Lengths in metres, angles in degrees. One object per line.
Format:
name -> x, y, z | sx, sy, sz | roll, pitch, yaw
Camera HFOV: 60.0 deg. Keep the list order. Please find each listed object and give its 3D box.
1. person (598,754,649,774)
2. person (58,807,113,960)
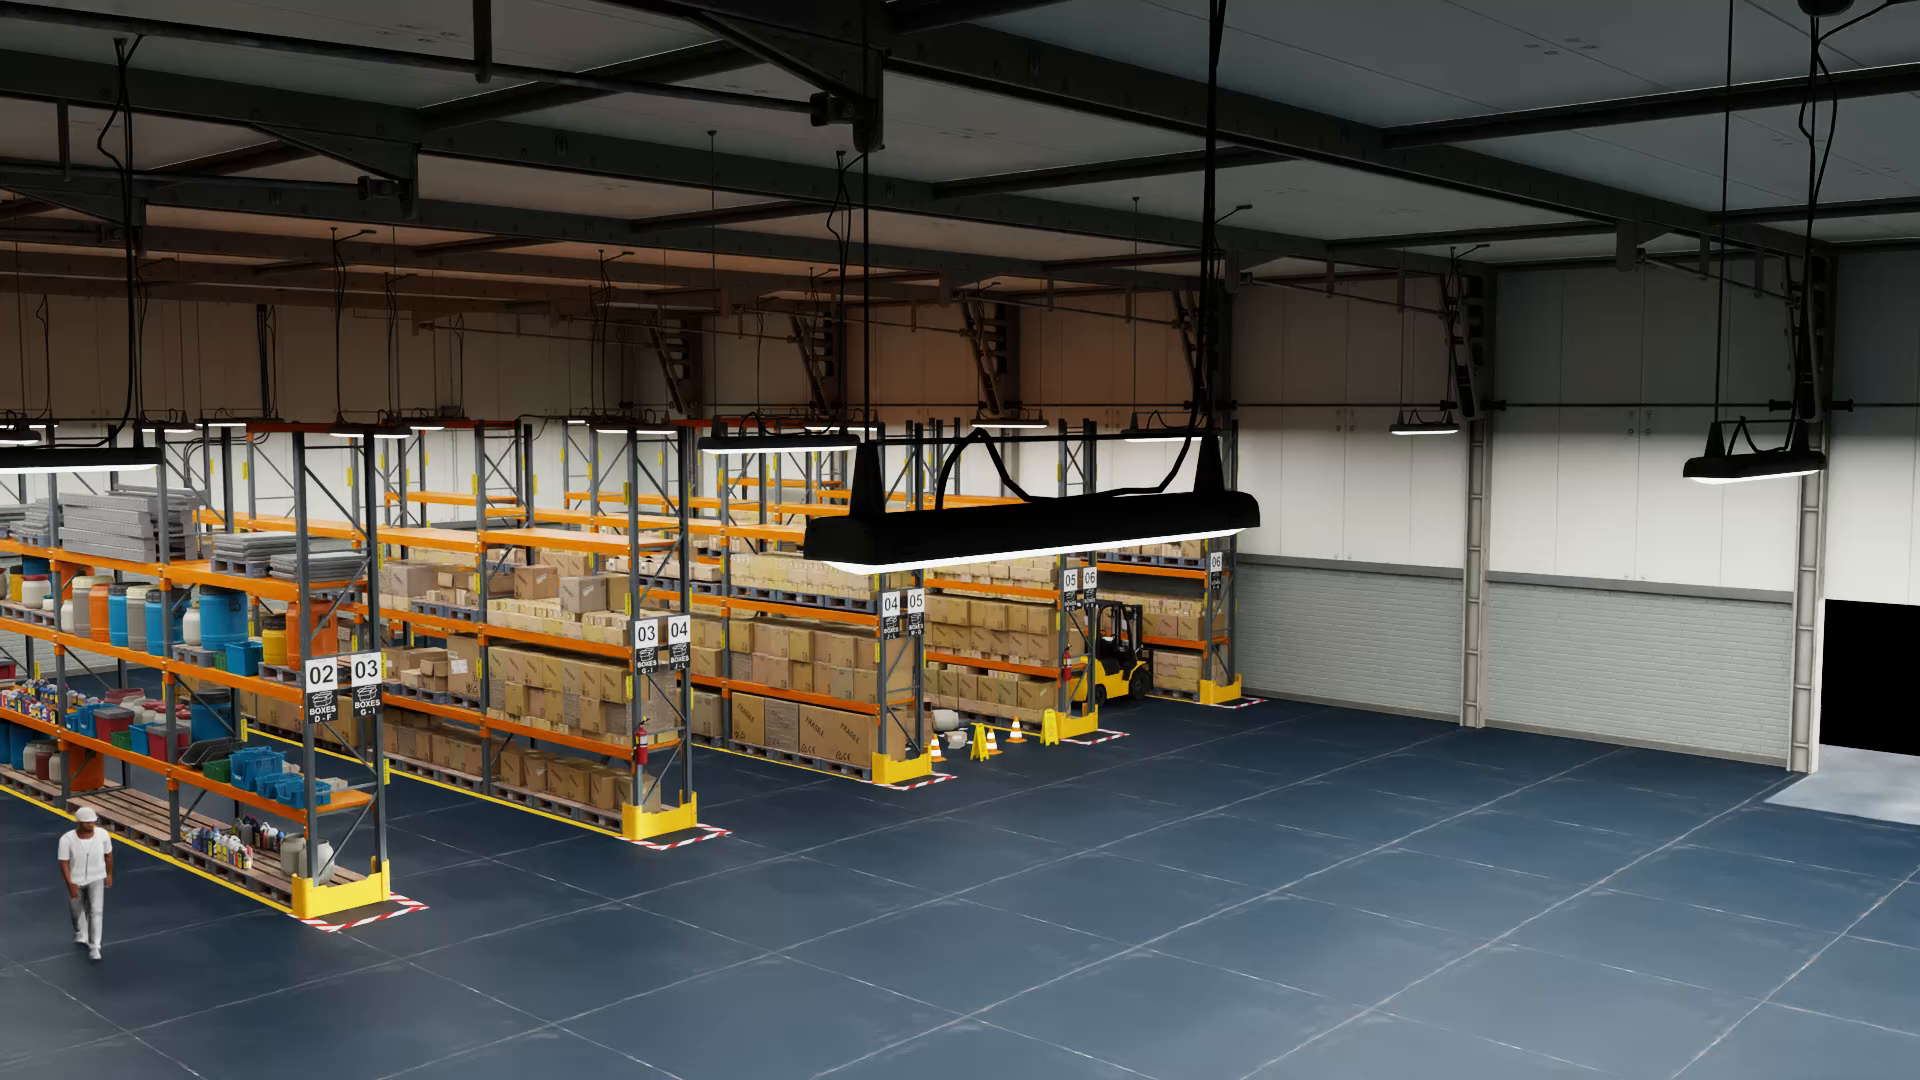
person -> -5.729, 3.200, 28.306 | 1.029, 1.583, 0.474 | 1, 5, 11
person -> -10.055, 3.914, 19.145 | 0.559, 1.698, 1.077 | -3, 5, -30
